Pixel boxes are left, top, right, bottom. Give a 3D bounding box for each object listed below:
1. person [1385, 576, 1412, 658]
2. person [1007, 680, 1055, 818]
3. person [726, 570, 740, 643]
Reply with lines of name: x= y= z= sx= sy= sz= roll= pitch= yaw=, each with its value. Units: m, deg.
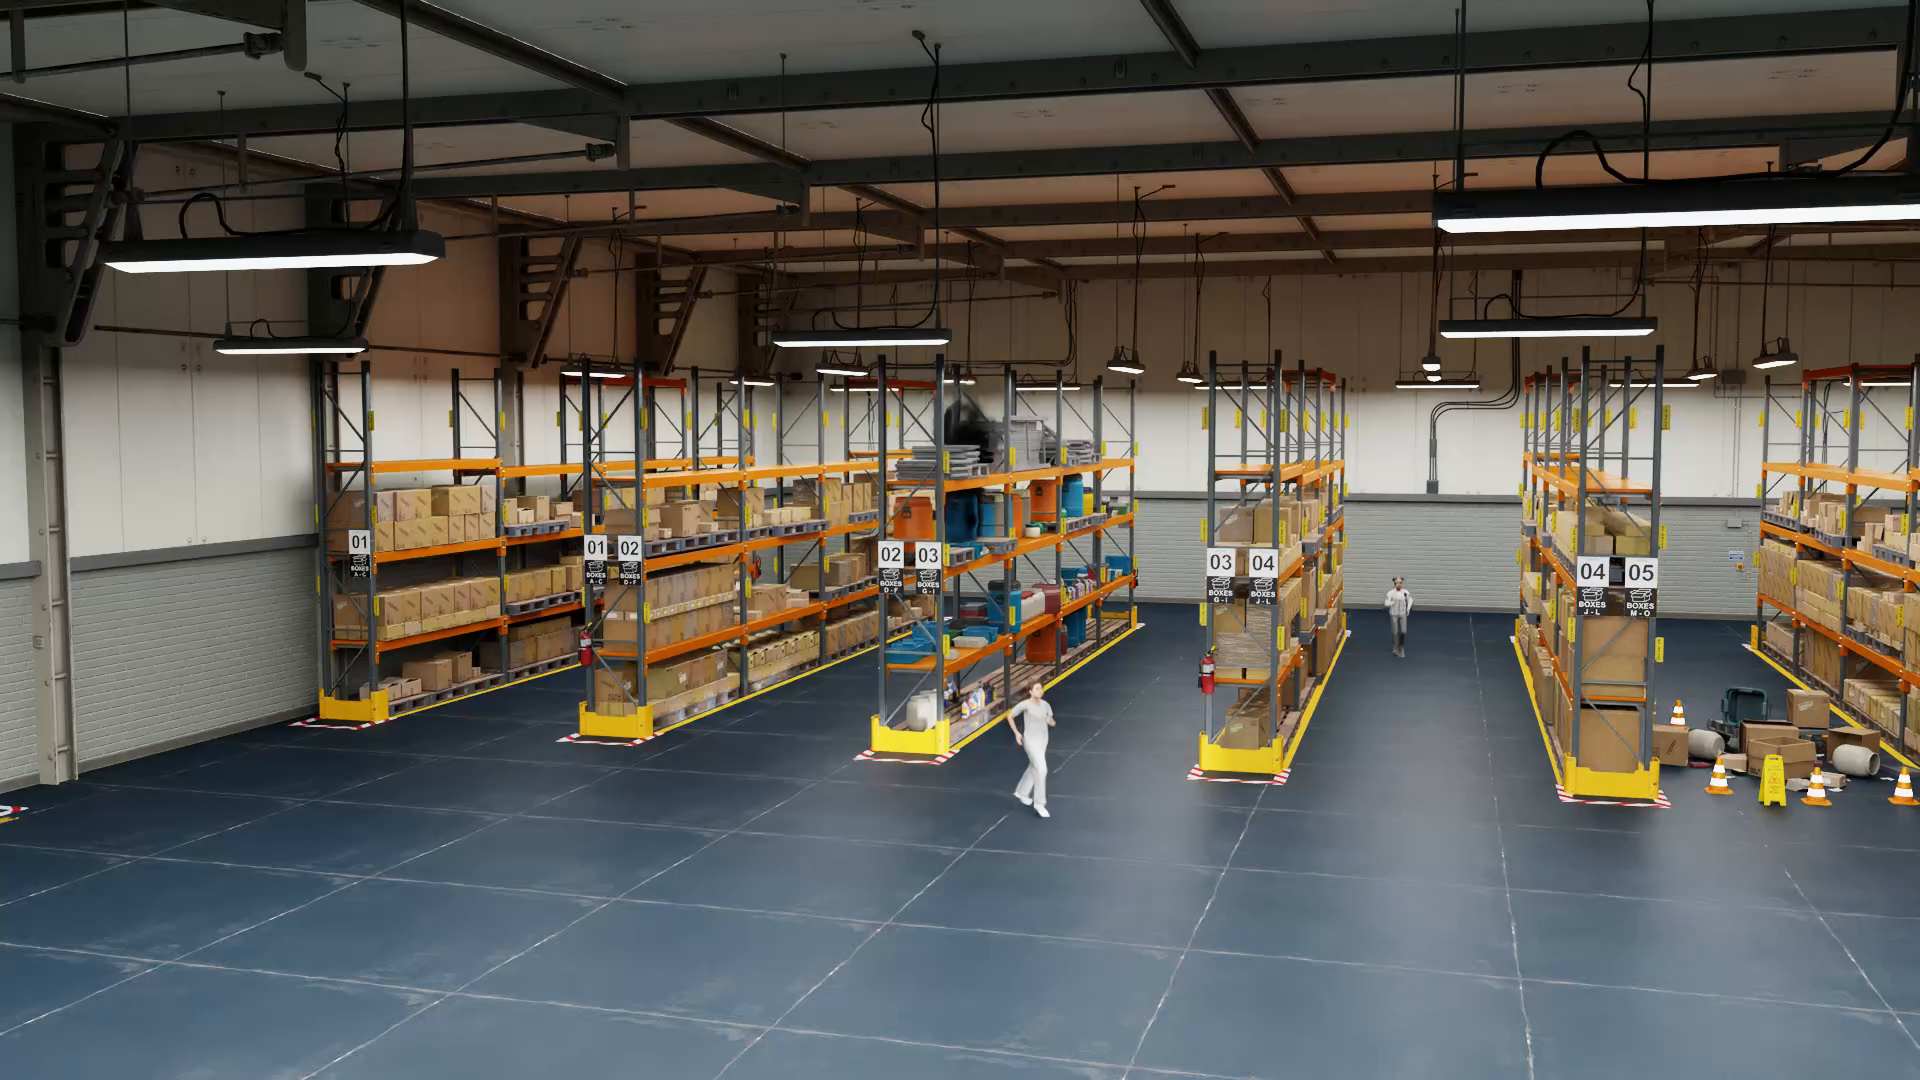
person: x=9.325 y=1.636 z=35.347 sx=0.596 sy=1.738 sz=0.687 roll=1 pitch=4 yaw=10
person: x=0.947 y=2.642 z=21.286 sx=0.537 sy=1.723 sz=0.747 roll=-4 pitch=6 yaw=-42
person: x=-4.939 y=1.593 z=36.084 sx=0.680 sy=1.690 sz=0.745 roll=1 pitch=4 yaw=10
